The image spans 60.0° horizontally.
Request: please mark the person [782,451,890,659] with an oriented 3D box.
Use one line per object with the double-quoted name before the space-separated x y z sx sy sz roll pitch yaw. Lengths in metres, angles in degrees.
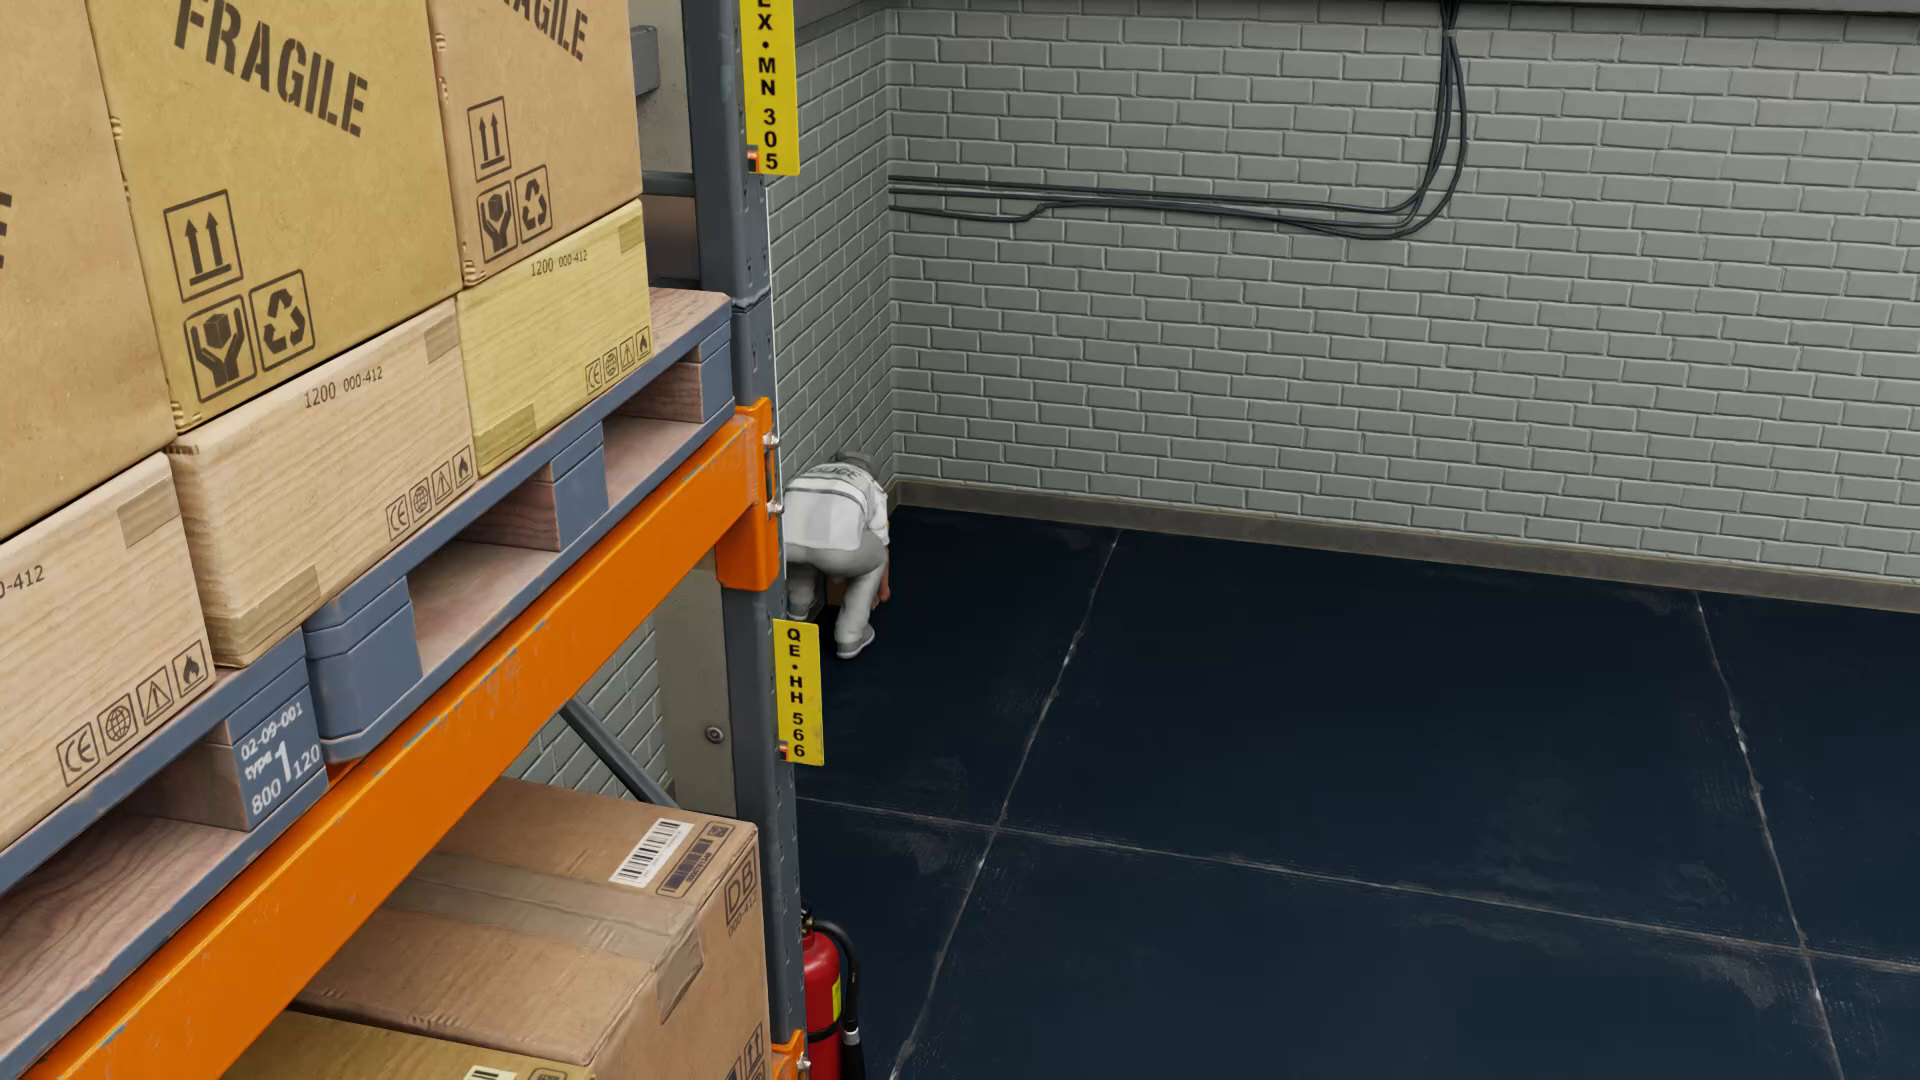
"person" -0.611 0.033 8.070 0.542 0.901 1.026 5 26 11
